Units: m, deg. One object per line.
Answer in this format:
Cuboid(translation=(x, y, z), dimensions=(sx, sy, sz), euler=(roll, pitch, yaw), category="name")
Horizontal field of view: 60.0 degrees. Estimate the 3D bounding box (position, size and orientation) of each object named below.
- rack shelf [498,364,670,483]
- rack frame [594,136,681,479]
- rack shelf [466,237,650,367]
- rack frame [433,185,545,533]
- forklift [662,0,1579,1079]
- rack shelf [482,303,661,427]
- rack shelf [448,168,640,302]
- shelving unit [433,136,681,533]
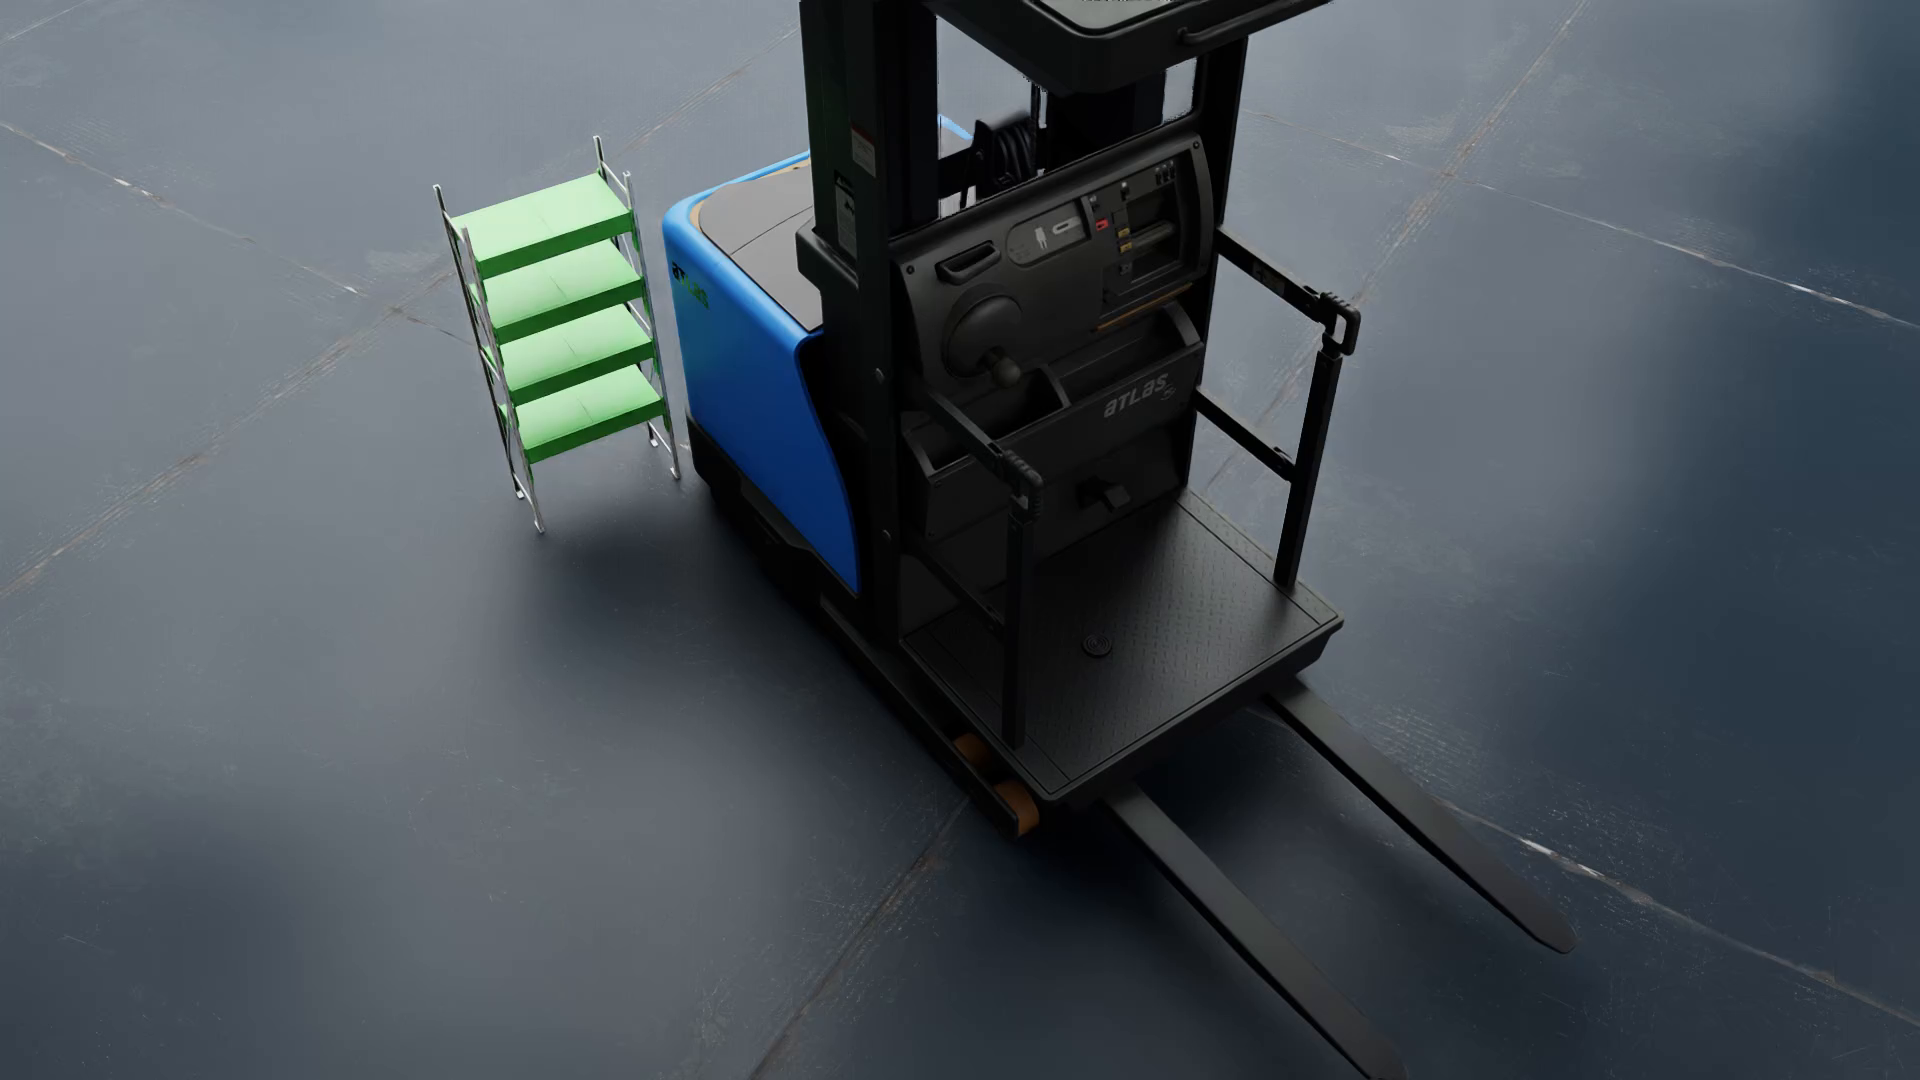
Cuboid(translation=(-1.221, -0.396, 5.394), dimensions=(0.480, 0.148, 0.258), euler=(-24, 50, -21), category="rack shelf")
Cuboid(translation=(-1.013, -0.700, 5.265), dimensions=(0.015, 1.200, 0.240), euler=(-24, 50, -21), category="rack frame")
Cuboid(translation=(-1.221, -0.731, 5.050), dimensions=(0.480, 0.148, 0.258), euler=(-24, 50, -21), category="rack shelf")
Cuboid(translation=(-1.429, -0.517, 5.087), dimensions=(0.015, 1.200, 0.240), euler=(-24, 50, -21), category="rack frame")
Cuboid(translation=(0.382, -0.601, 3.961), dimensions=(1.130, 2.935, 3.031), euler=(-28, 52, -24), category="forklift")
Cuboid(translation=(-1.221, -0.564, 5.222), dimensions=(0.480, 0.148, 0.258), euler=(-24, 50, -21), category="rack shelf")
Cuboid(translation=(-1.221, -0.898, 4.877), dimensions=(0.480, 0.148, 0.258), euler=(-24, 50, -21), category="rack shelf")
Cuboid(translation=(-1.221, -0.608, 5.176), dimensions=(0.503, 1.200, 0.258), euler=(-24, 50, -21), category="shelving unit")
